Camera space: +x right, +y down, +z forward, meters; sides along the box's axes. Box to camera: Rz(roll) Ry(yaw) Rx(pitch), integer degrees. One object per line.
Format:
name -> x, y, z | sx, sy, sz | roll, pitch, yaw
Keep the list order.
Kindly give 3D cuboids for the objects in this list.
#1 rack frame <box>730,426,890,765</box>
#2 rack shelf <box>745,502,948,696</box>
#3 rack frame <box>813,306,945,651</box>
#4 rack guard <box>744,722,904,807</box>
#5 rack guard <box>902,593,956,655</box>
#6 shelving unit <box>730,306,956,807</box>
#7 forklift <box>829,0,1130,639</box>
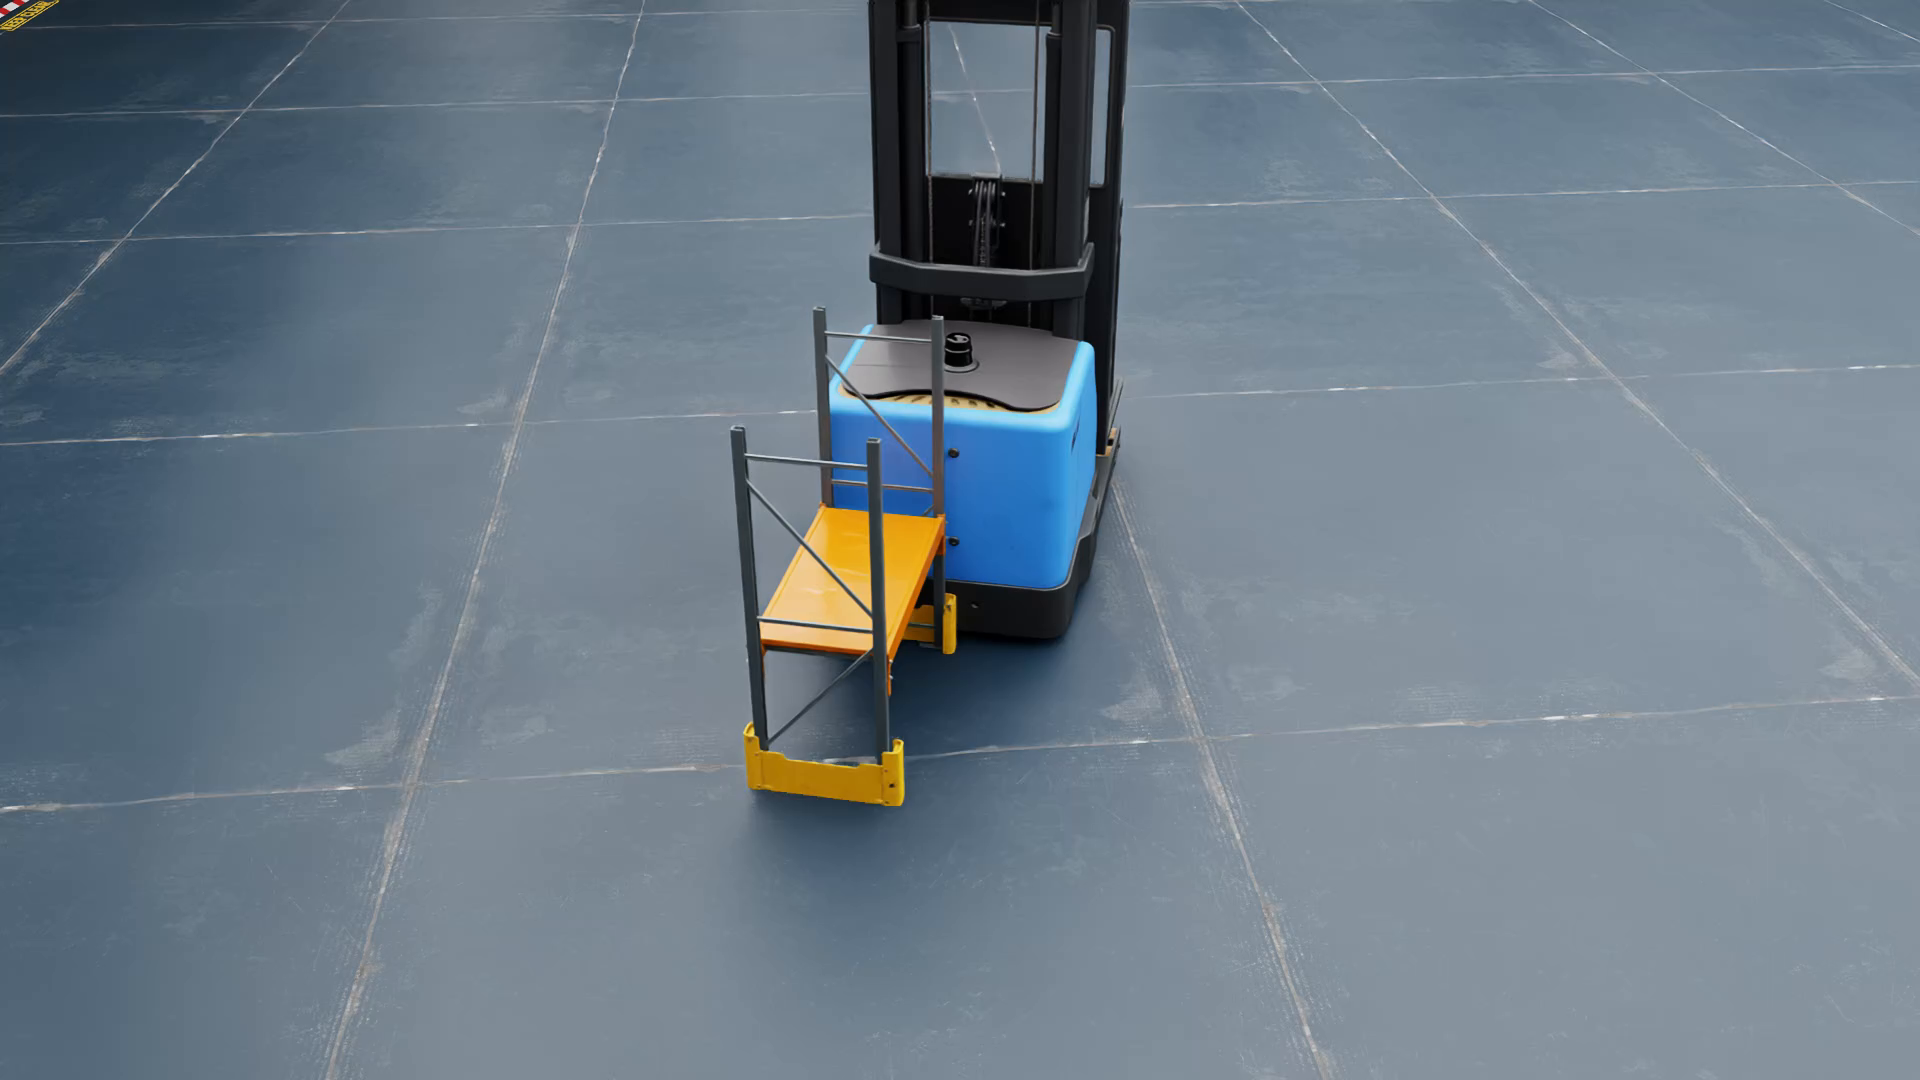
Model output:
rack frame -> -0.503, 0.300, 5.785 | 0.500, 1.500, 0.032 | 6, 31, 9
rack shelf -> -0.406, 0.199, 6.305 | 0.538, 0.185, 1.000 | 6, 31, 9
rack frame -> -0.309, -0.211, 6.641 | 0.500, 1.500, 0.032 | 6, 31, 9
rack guard -> -0.499, 0.827, 6.121 | 0.587, 0.250, 0.087 | 6, 31, 9
rack guard -> -0.309, 0.326, 6.961 | 0.587, 0.250, 0.087 | 6, 31, 9
shelving unit -> -0.404, 0.040, 6.221 | 0.587, 1.500, 1.083 | 6, 31, 9
forklift -> 0.206, -1.588, 7.551 | 1.130, 2.935, 3.031 | 6, 31, 9
